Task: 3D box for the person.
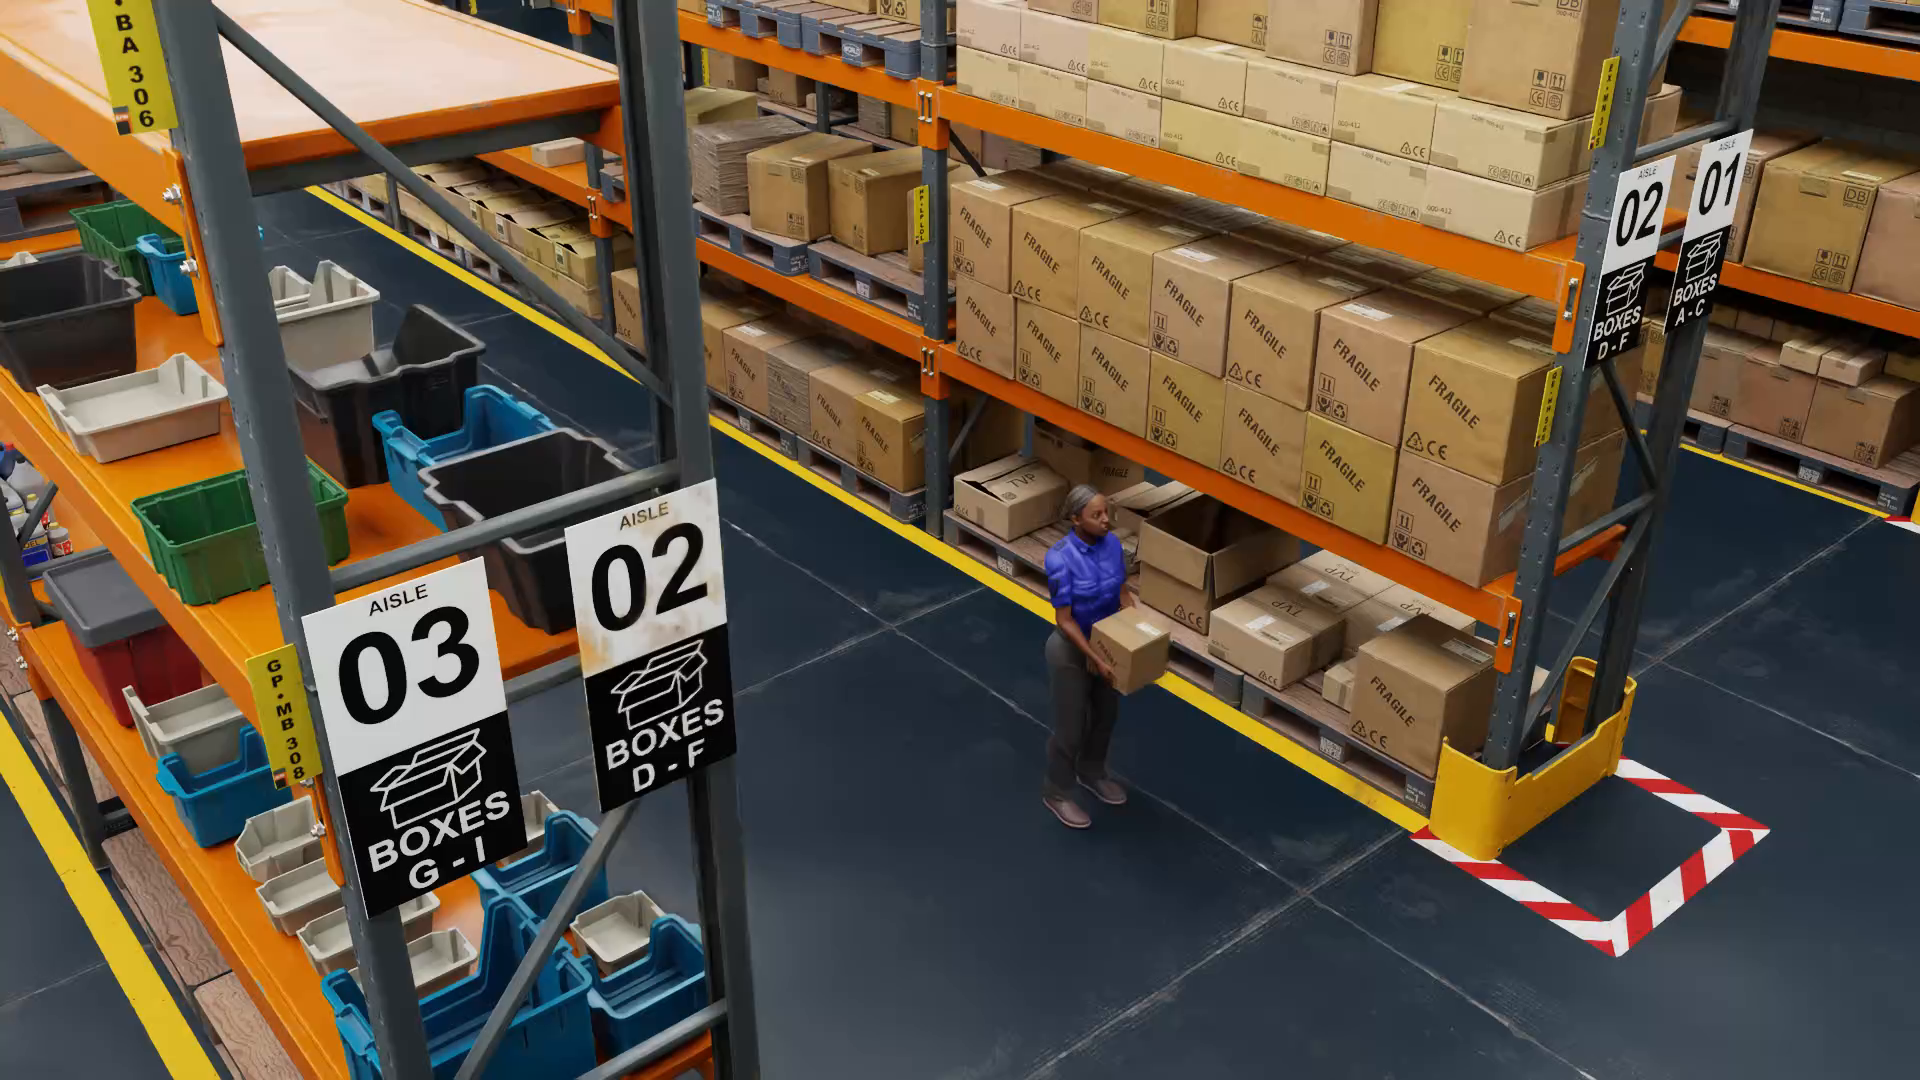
[{"bbox_3d":[0.637,0.544,7.621,0.456,1.655,0.507,-22,35,-35],"label":"person"}]
